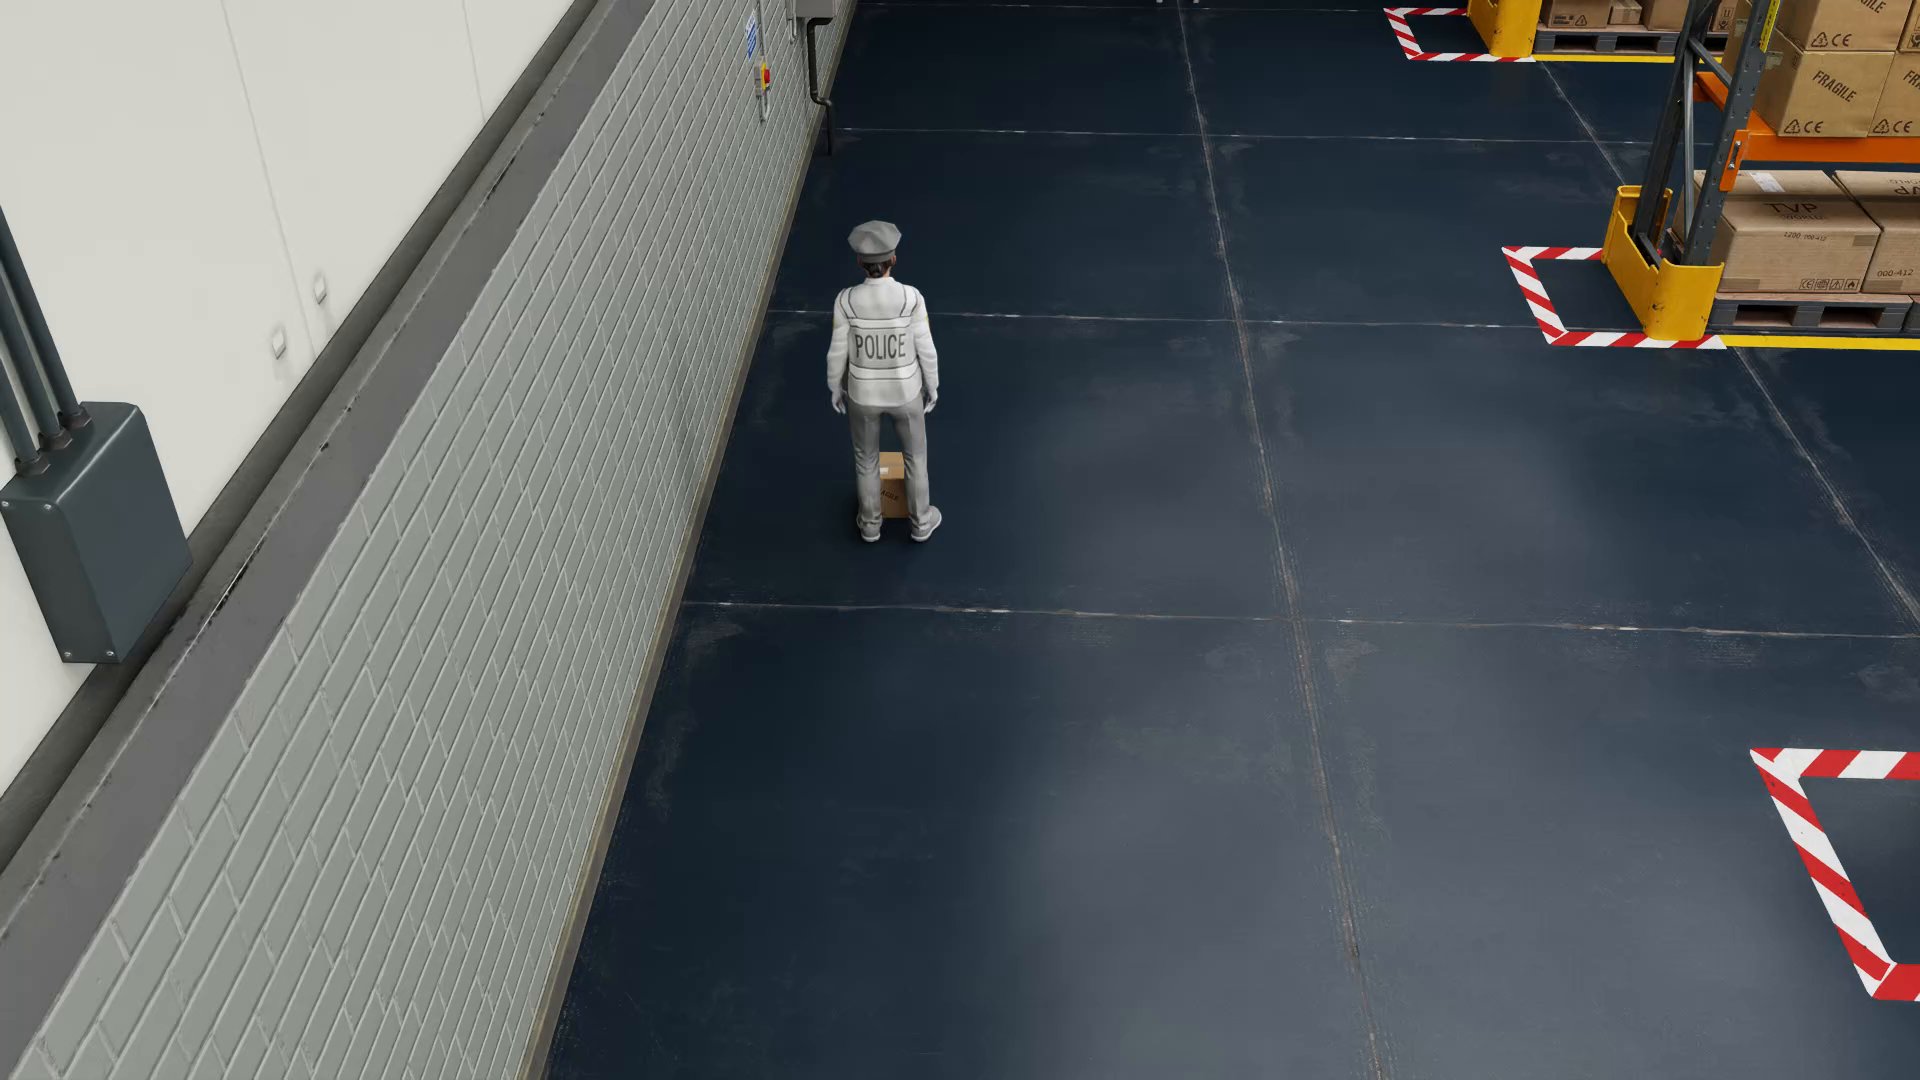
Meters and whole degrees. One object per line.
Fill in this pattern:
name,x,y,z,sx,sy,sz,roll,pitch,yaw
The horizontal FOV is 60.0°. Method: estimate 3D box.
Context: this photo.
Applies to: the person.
person,-0.370,-0.722,8.107,0.546,1.666,0.370,0,36,0
